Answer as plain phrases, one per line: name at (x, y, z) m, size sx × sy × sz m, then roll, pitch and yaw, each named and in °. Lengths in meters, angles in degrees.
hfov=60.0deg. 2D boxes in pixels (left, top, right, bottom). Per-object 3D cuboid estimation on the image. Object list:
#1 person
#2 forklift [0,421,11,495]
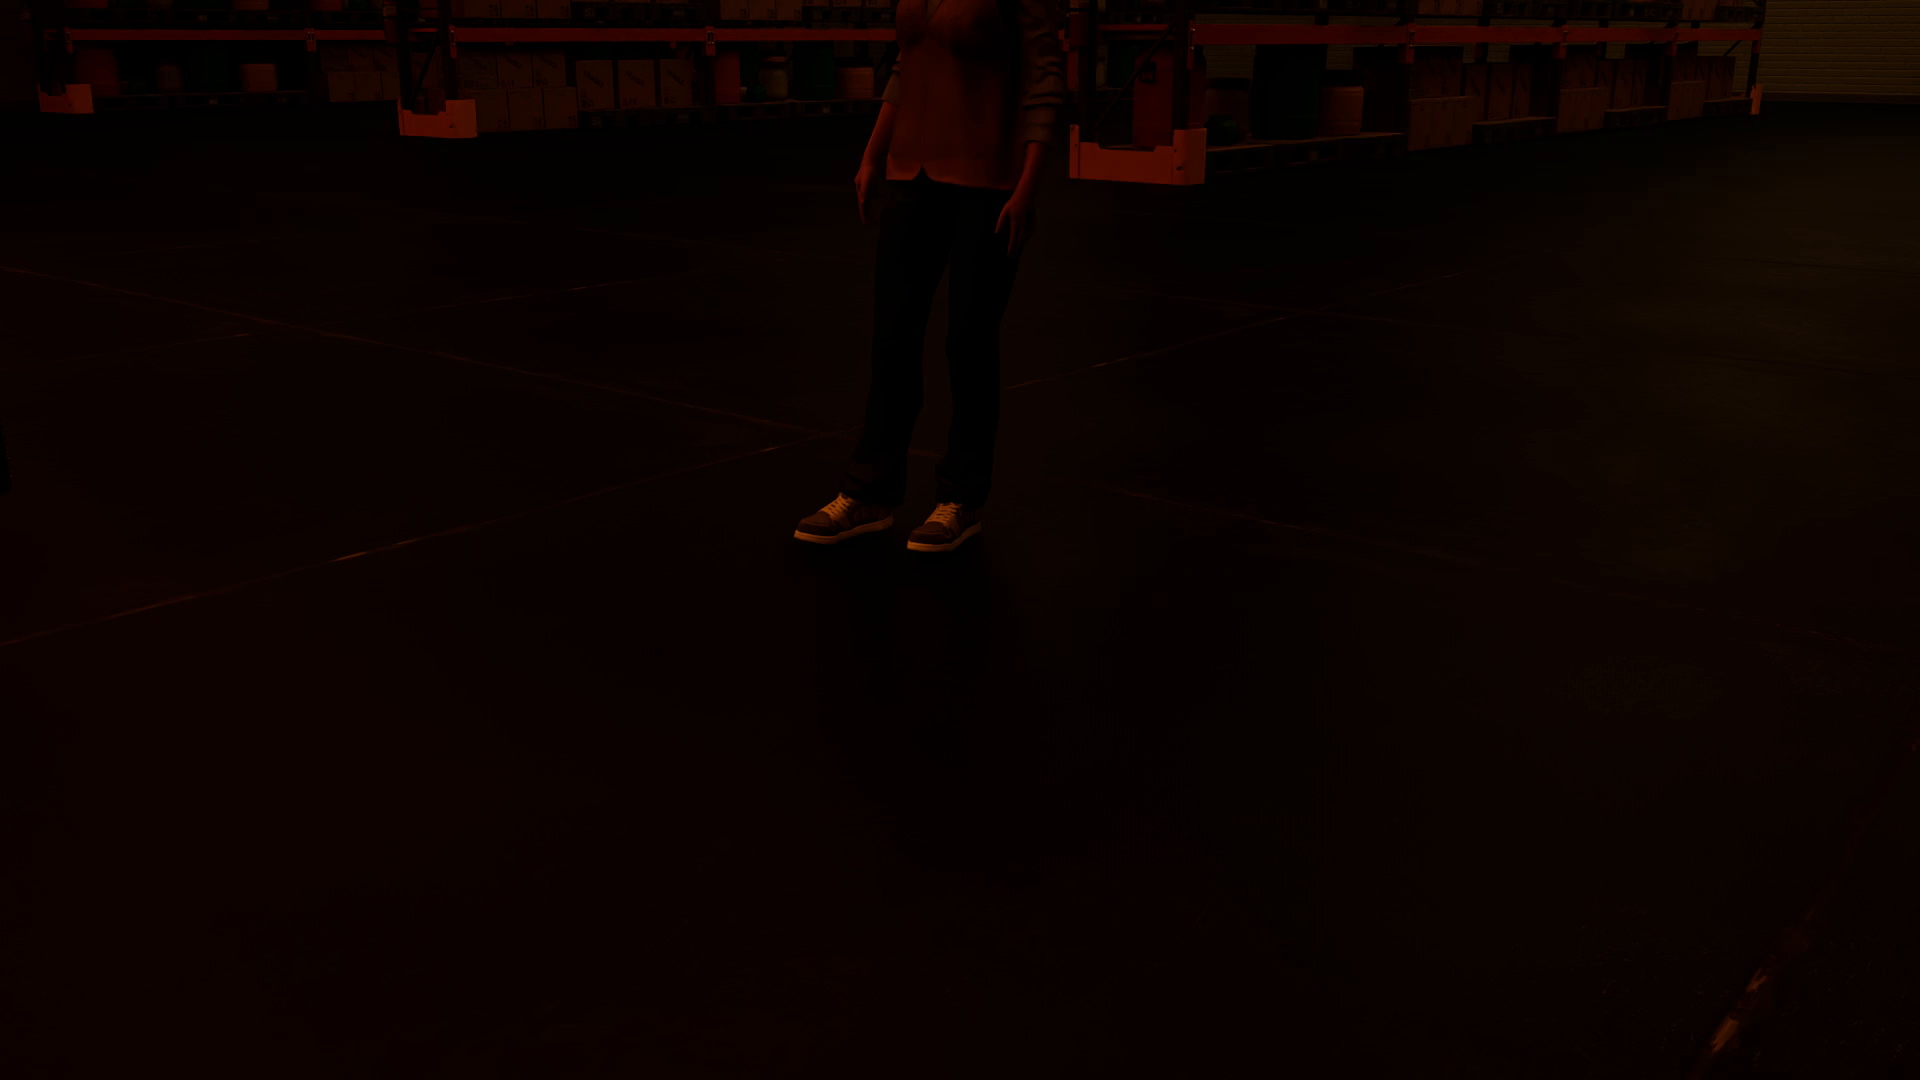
person at (-0.058, -0.757, 3.662) m, size 0.520 × 1.597 × 0.476 m, roll 13°, pitch 21°, yaw 37°
forklift at (-3.783, -1.272, 3.086) m, size 3.031 × 2.935 × 1.130 m, roll -3°, pitch 17°, yaw -8°
